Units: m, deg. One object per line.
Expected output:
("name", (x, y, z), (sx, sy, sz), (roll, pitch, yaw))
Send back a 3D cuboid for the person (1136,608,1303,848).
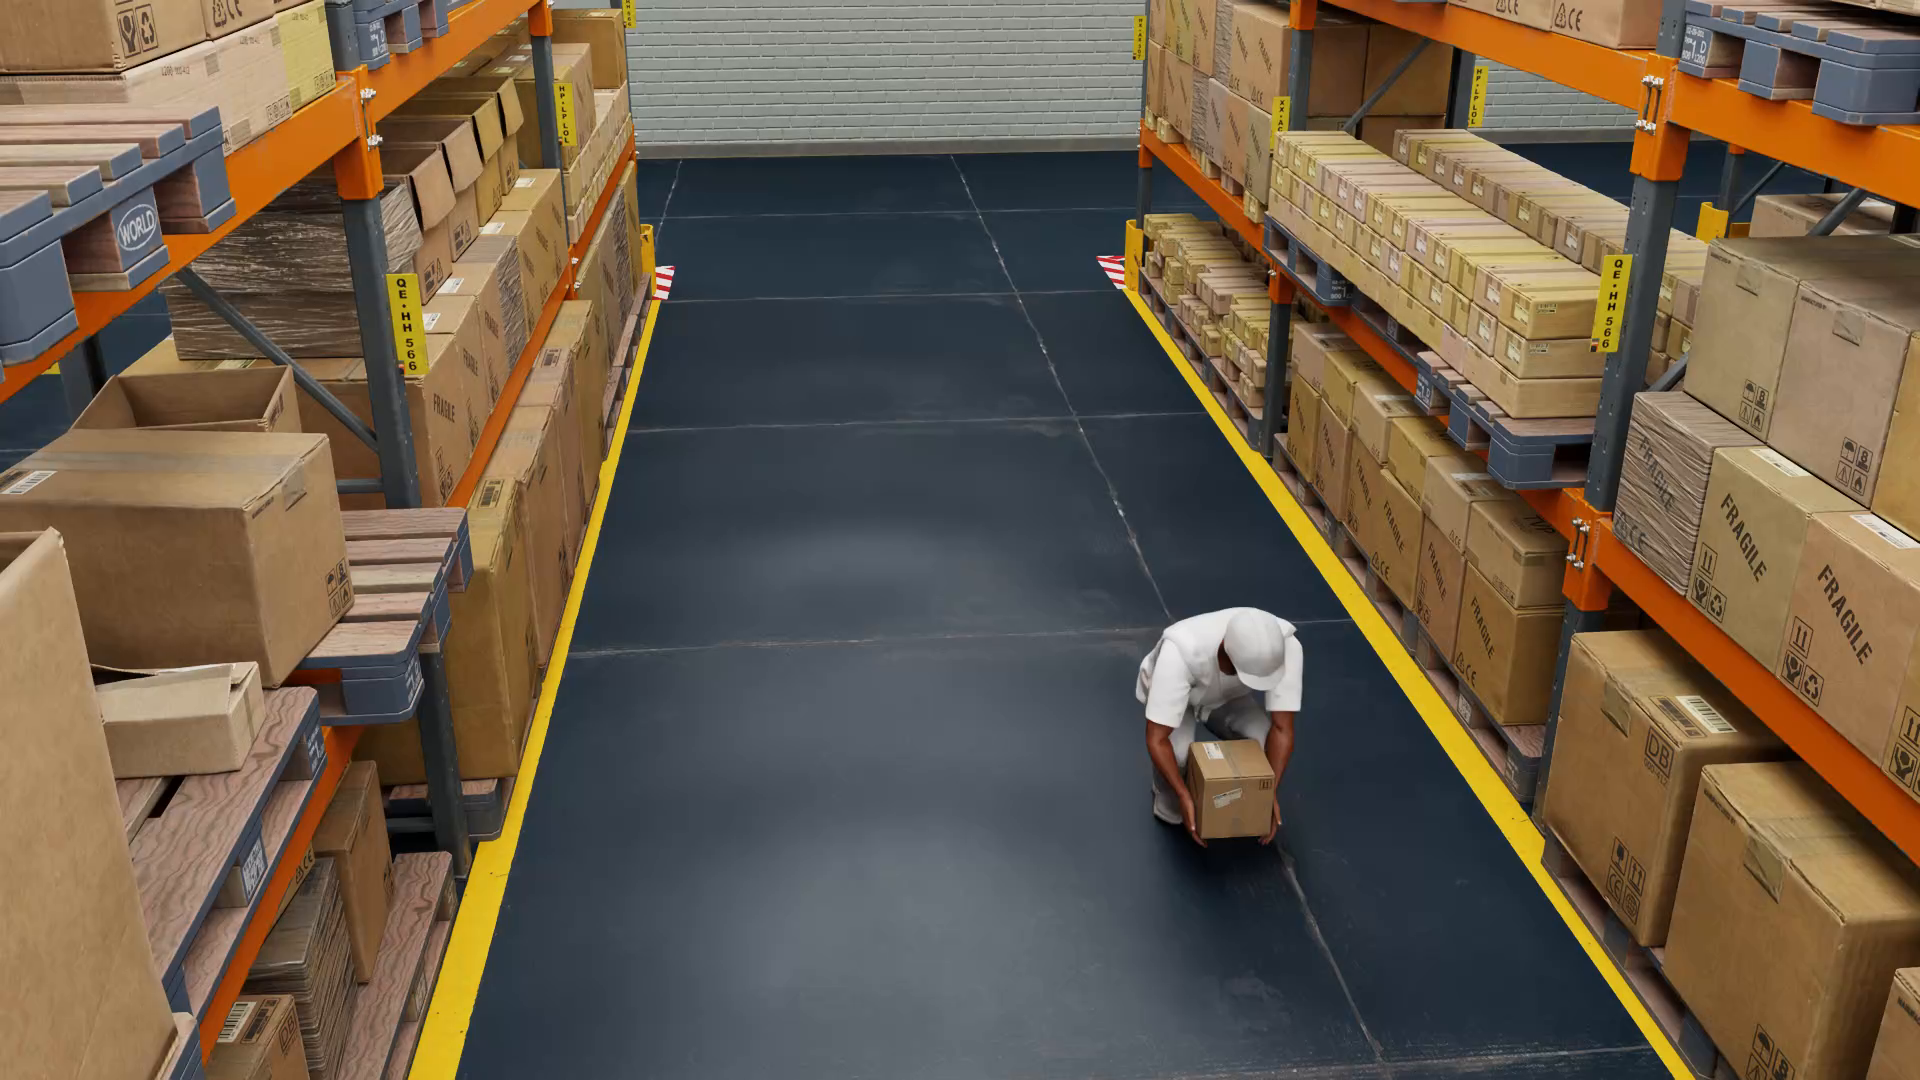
("person", (0.951, 0.602, 6.156), (0.595, 1.003, 0.856), (-2, 24, -5))
